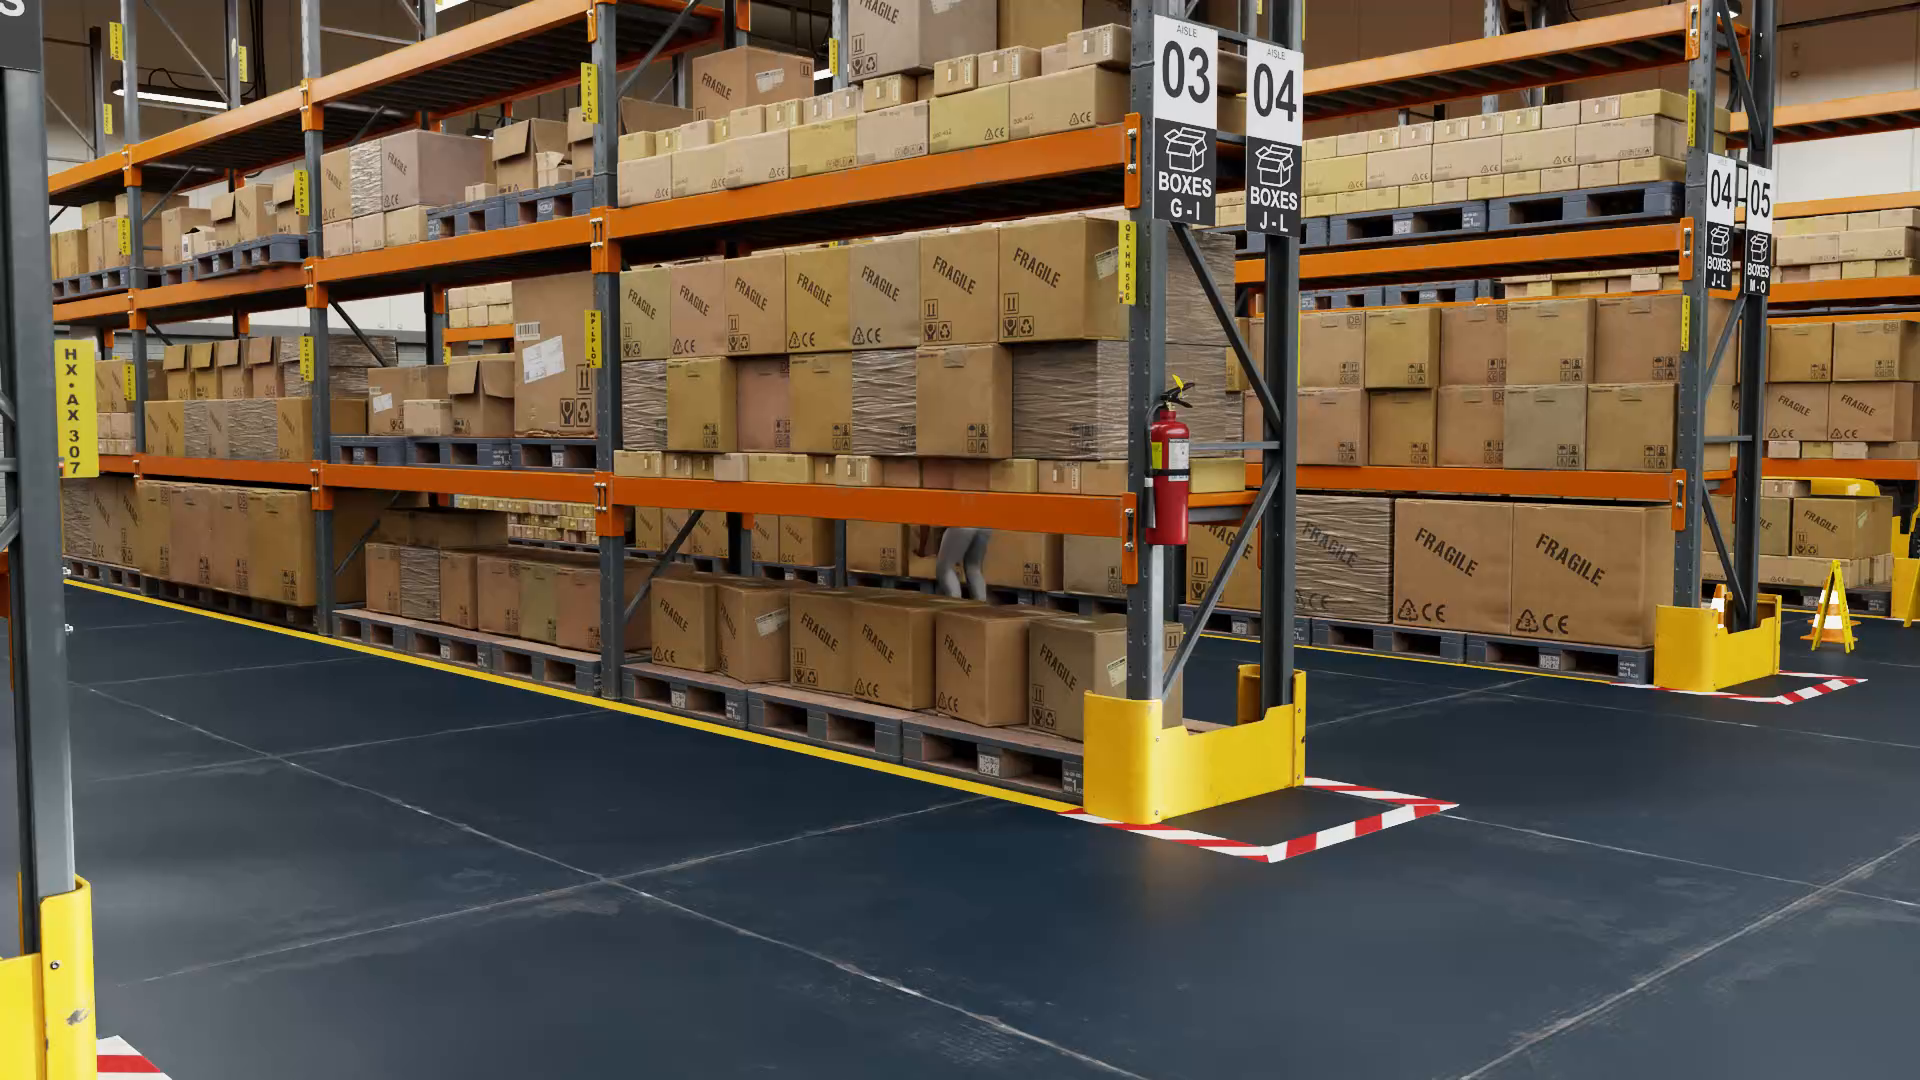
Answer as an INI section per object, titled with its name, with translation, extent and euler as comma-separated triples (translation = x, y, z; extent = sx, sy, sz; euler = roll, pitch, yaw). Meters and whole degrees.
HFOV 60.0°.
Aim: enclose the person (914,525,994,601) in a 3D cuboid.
[person]
translation = -0.093, -0.020, 13.108
extent = 0.811, 1.420, 0.416
euler = 4, 6, 45
